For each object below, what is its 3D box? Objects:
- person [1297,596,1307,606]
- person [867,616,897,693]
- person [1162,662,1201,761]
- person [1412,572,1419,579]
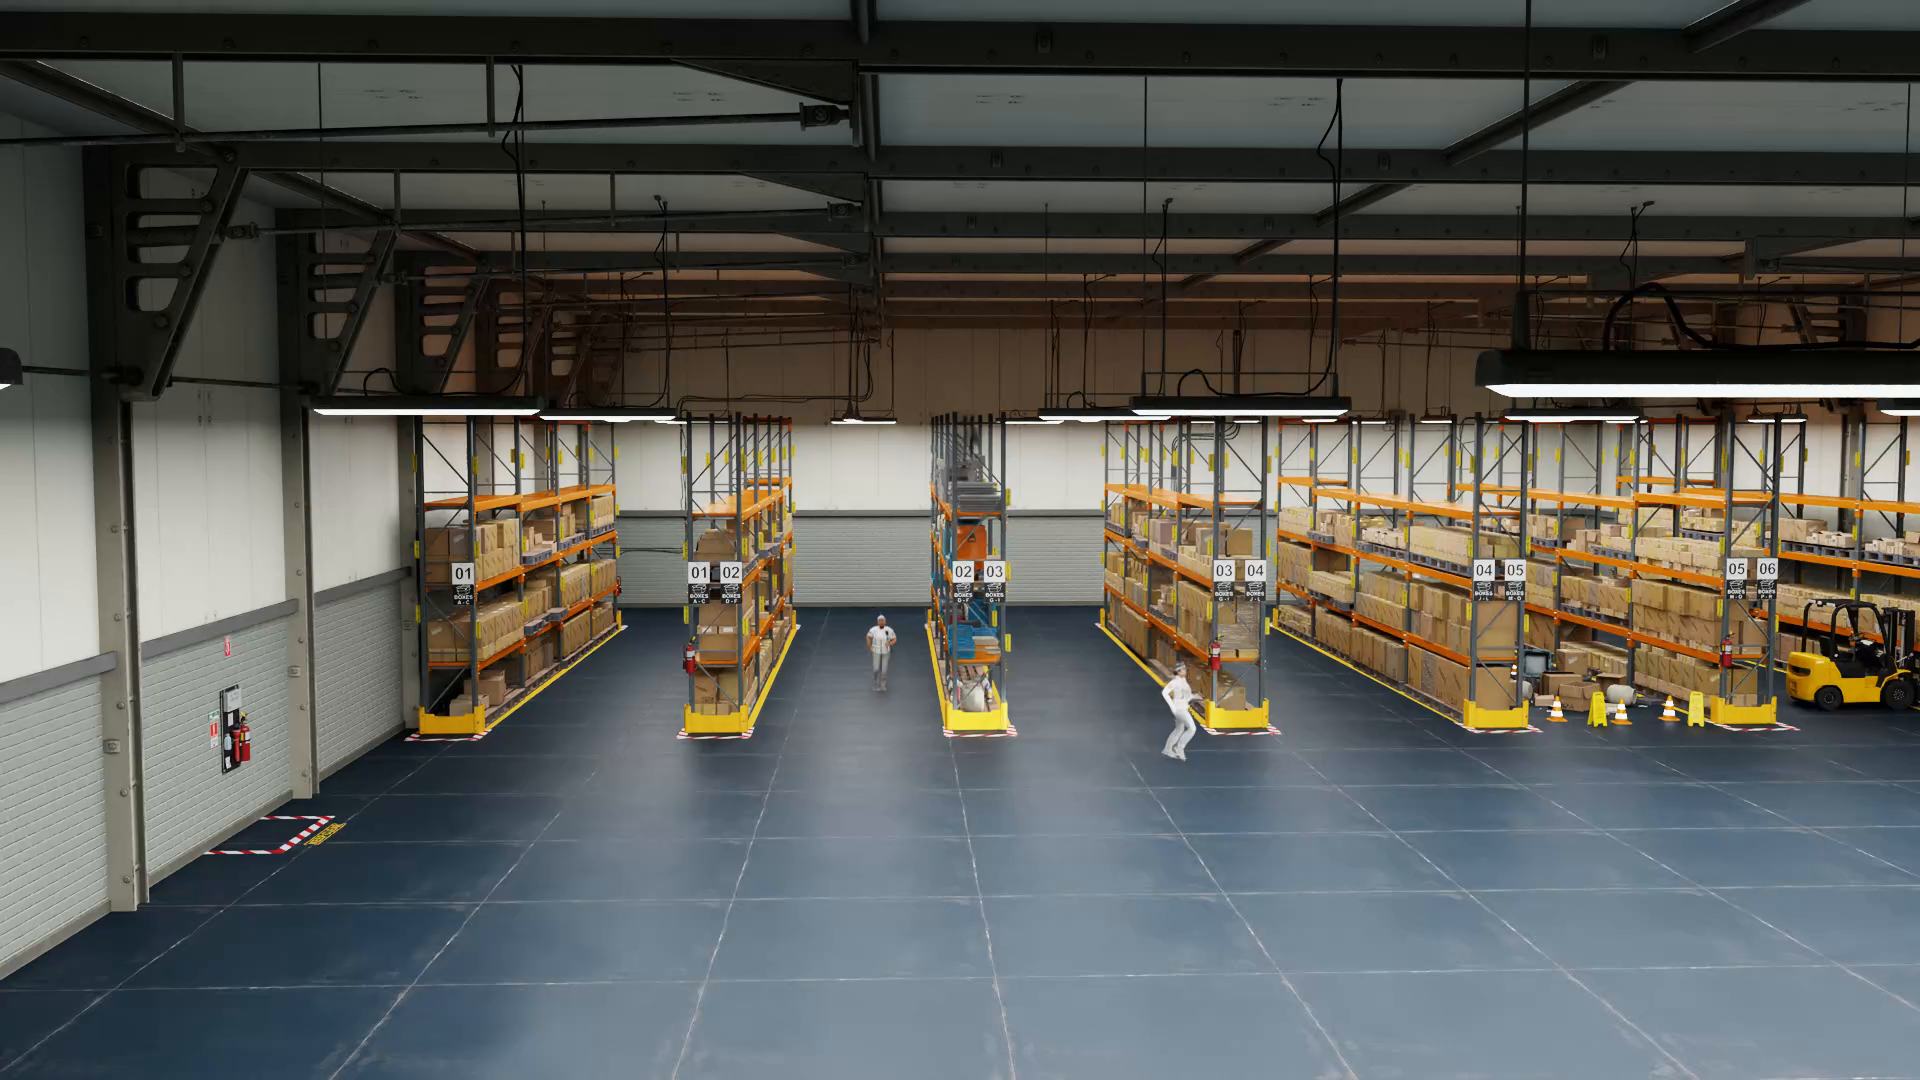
[{"bbox_3d":[10.104,1.568,48.933,0.923,1.655,0.589,3,5,38],"label":"person"},{"bbox_3d":[-1.683,2.459,35.868,0.663,1.664,0.583,0,4,-2],"label":"person"},{"bbox_3d":[3.812,2.935,28.552,0.666,1.705,0.579,1,4,21],"label":"person"},{"bbox_3d":[13.455,1.556,49.331,0.588,1.662,0.615,0,4,7],"label":"person"}]
